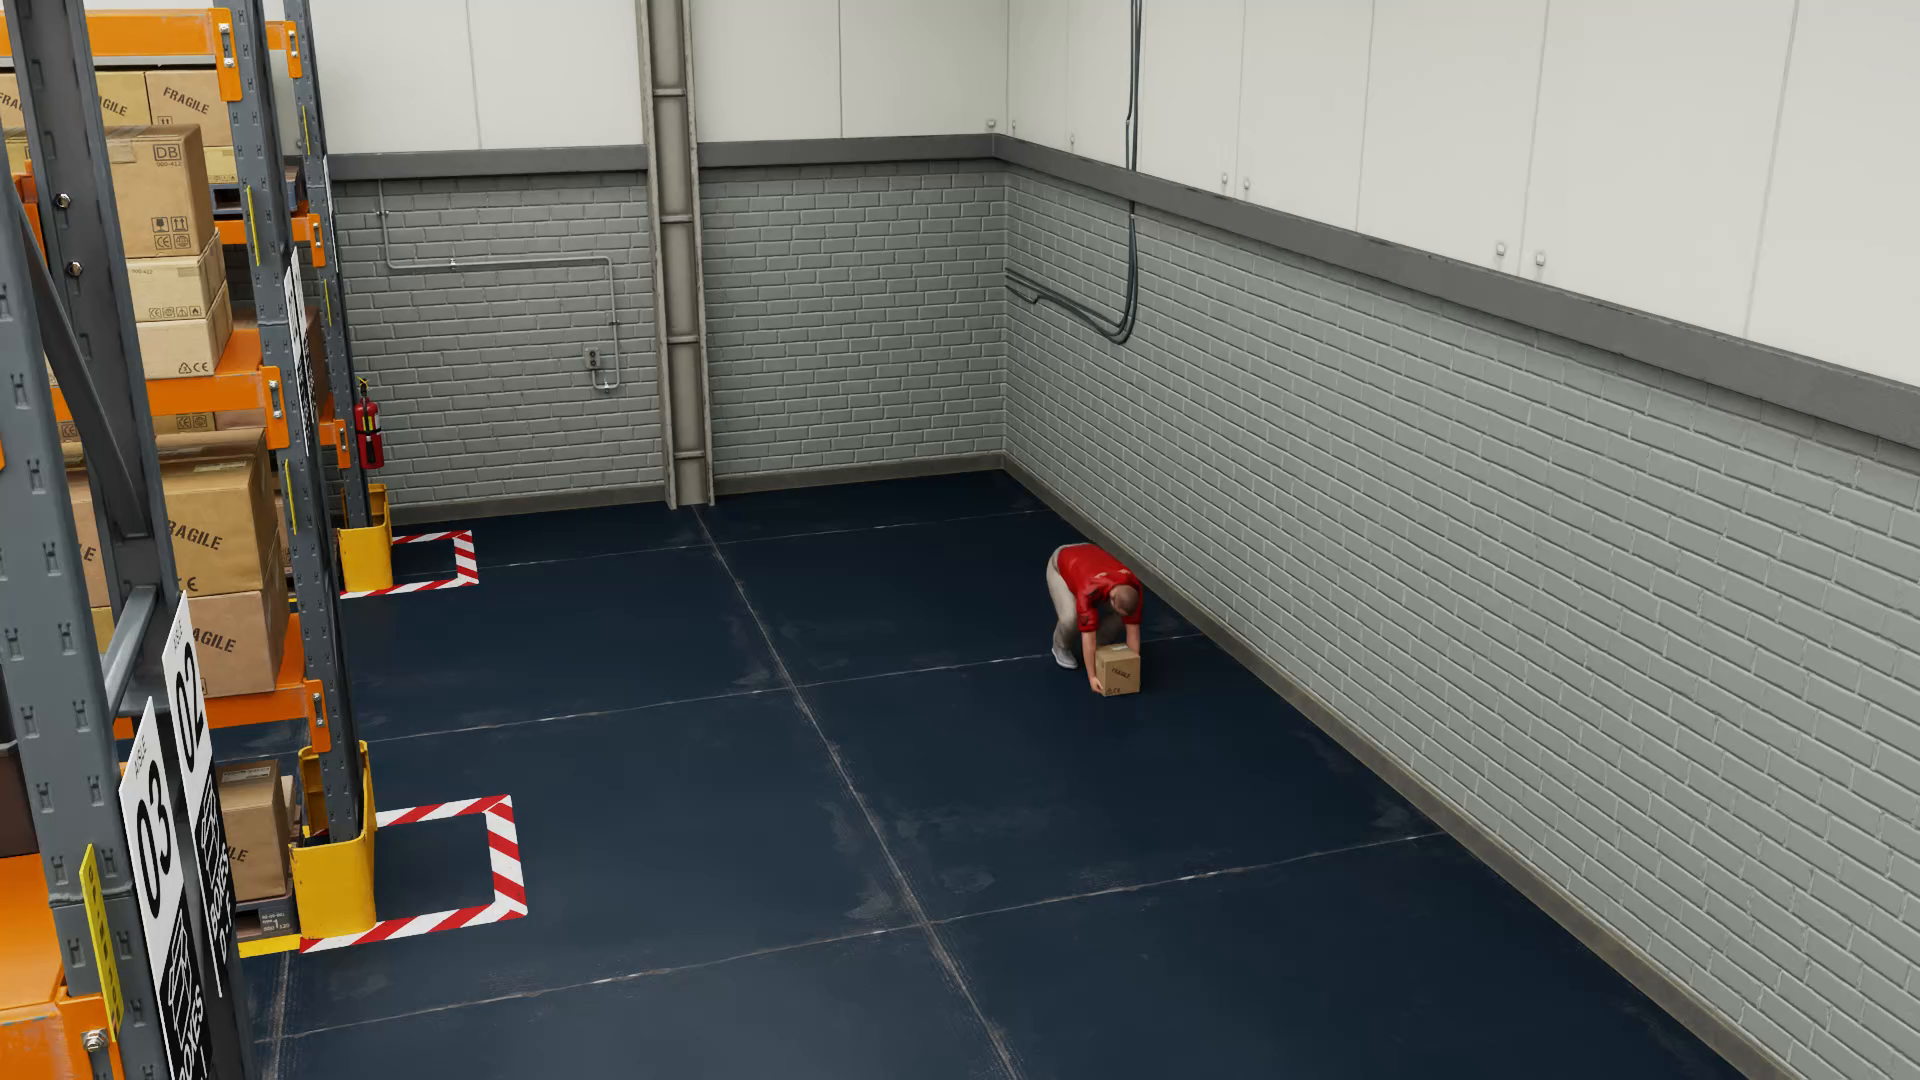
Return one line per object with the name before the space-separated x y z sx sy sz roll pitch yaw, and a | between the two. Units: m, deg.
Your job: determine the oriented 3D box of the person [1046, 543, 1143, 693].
person | 0.928 0.501 11.069 0.540 0.836 0.889 -7 20 -19
